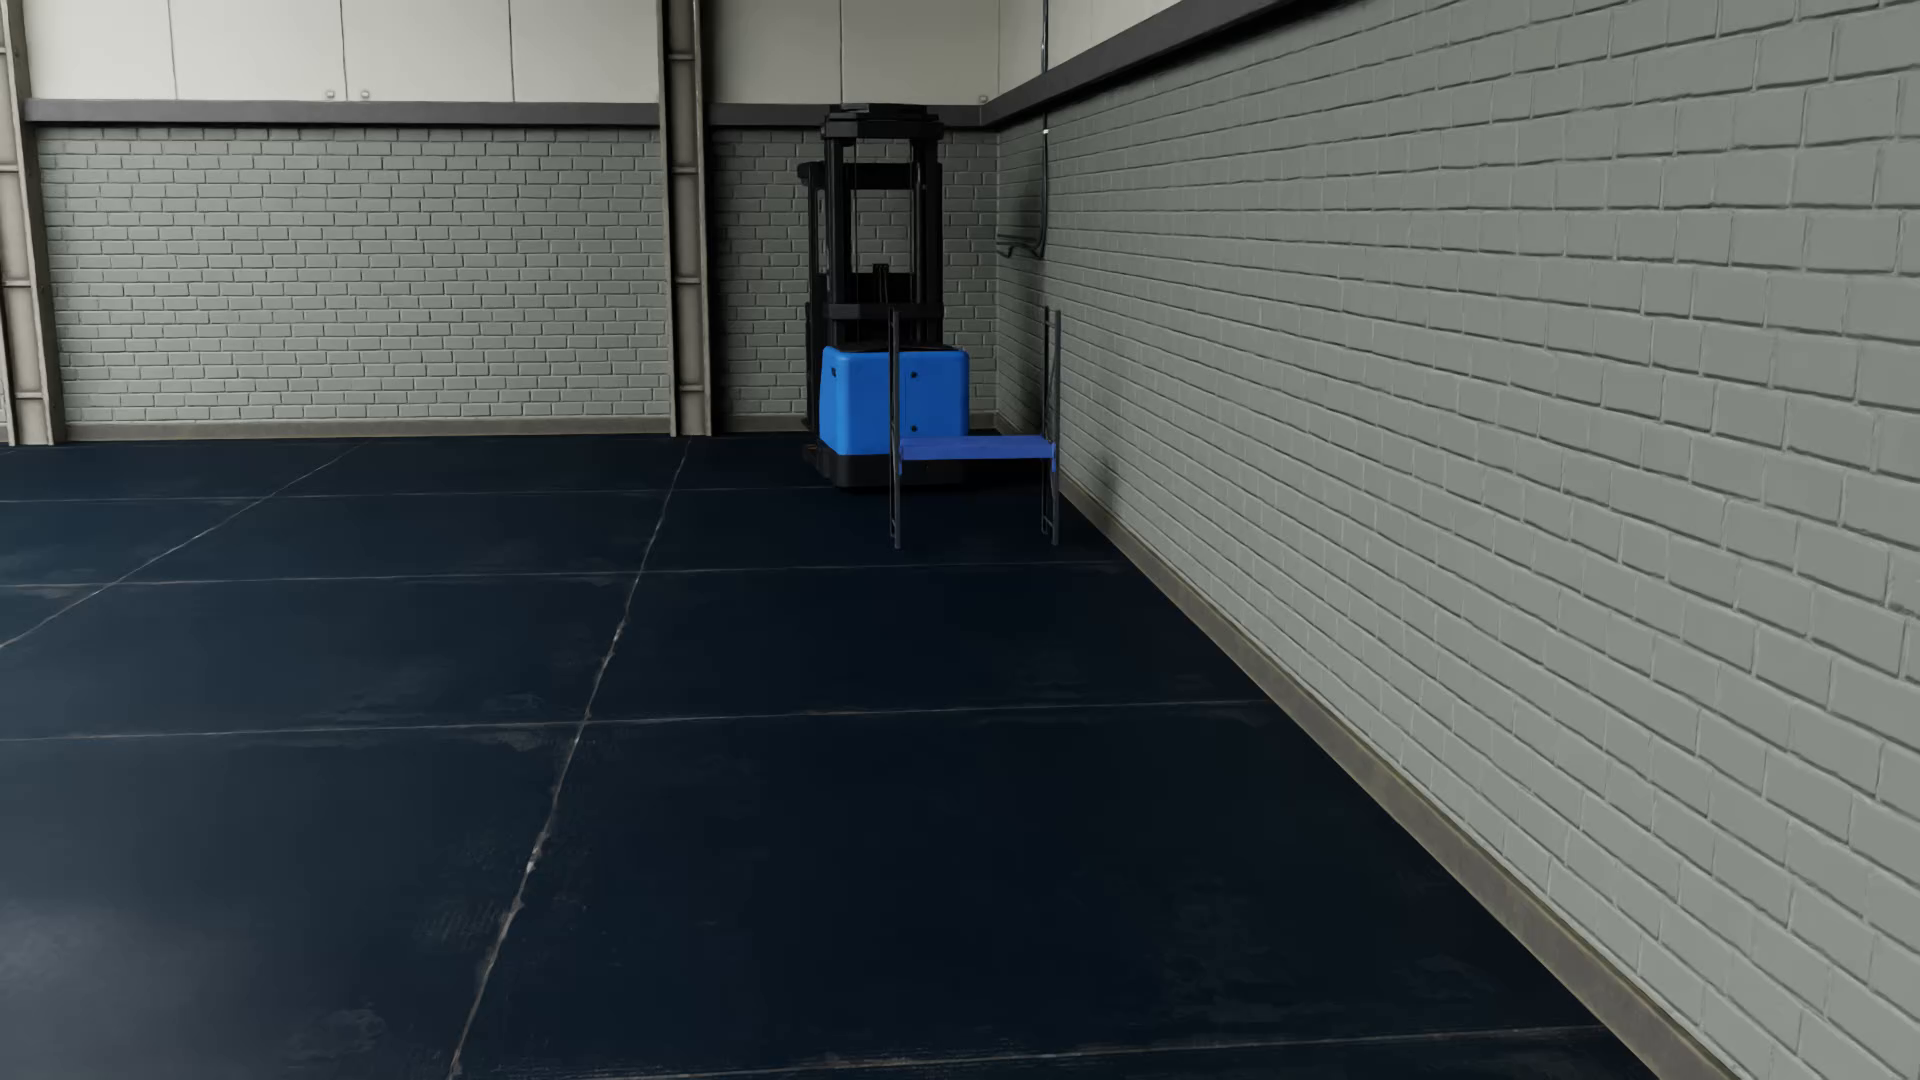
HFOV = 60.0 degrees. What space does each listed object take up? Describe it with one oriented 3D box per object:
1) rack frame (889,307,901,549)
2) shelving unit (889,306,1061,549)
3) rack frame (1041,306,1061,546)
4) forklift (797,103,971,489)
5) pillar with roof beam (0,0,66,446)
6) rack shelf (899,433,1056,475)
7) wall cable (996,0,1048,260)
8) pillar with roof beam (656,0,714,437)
[{"bbox_3d":[-0.421,-0.727,10.678,0.032,1.500,0.500,-1,11,-6],"label":"rack frame"},{"bbox_3d":[0.085,-0.738,10.732,1.048,1.500,0.538,-1,11,-6],"label":"shelving unit"},{"bbox_3d":[0.590,-0.748,10.786,0.032,1.500,0.500,-1,11,-6],"label":"rack frame"},{"bbox_3d":[-0.737,-2.069,13.794,1.130,2.935,3.031,-2,11,-12],"label":"forklift"},{"bbox_3d":[-8.088,-4.488,10.368,0.400,9.000,9.100,-1,11,-6],"label":"pillar with roof beam"},{"bbox_3d":[0.085,-0.561,10.767,1.000,0.185,0.538,-1,11,-6],"label":"rack shelf"},{"bbox_3d":[0.484,-3.723,14.525,0.112,2.526,3.097,-1,11,-6],"label":"wall cable"},{"bbox_3d":[-2.123,-4.613,11.004,0.400,9.000,9.100,-1,11,-6],"label":"pillar with roof beam"}]
